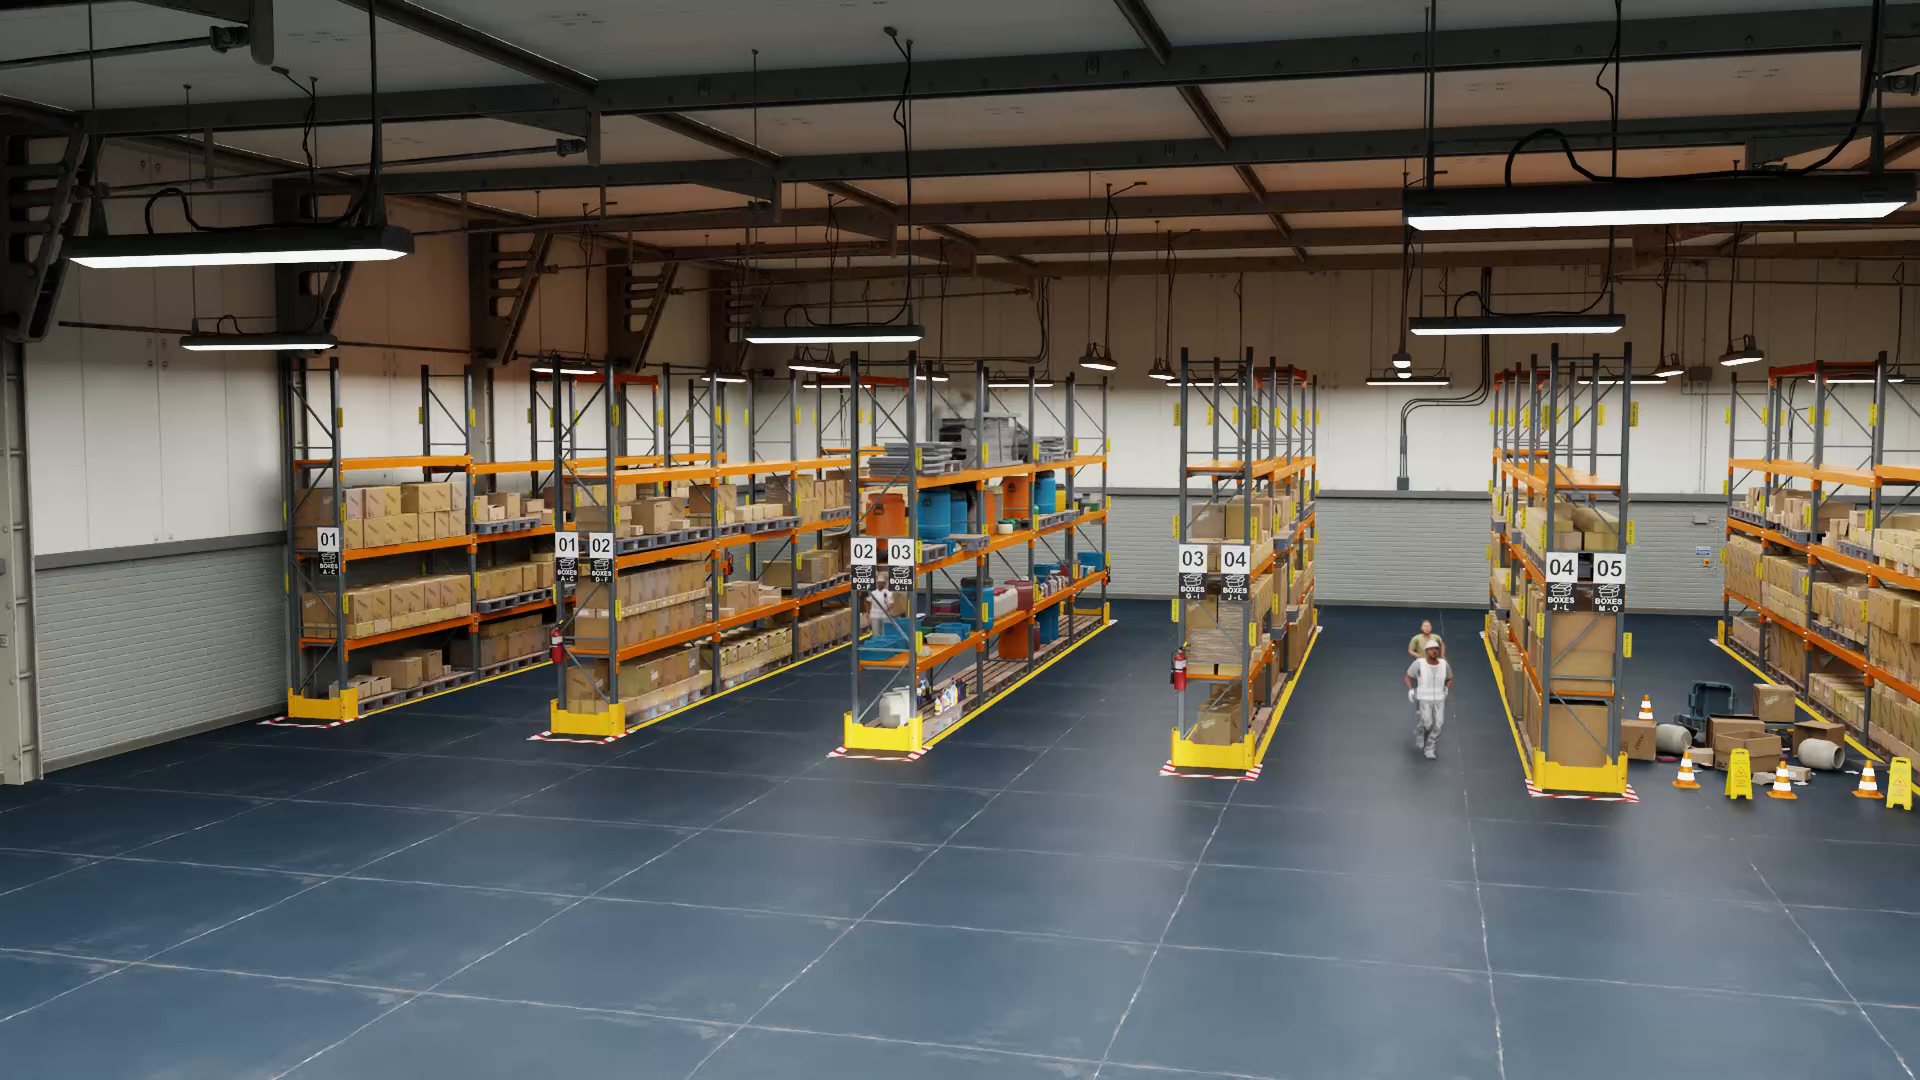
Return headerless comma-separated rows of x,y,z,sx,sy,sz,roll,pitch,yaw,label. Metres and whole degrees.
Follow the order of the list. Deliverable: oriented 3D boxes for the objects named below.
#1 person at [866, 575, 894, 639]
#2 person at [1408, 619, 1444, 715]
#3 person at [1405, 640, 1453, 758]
-1.553,1.528,32.060,0.545,1.713,0.629,0,4,-2,person
7.692,2.165,27.459,0.594,1.743,0.729,1,4,11,person
6.922,2.342,24.413,0.683,1.734,0.592,0,4,-1,person
